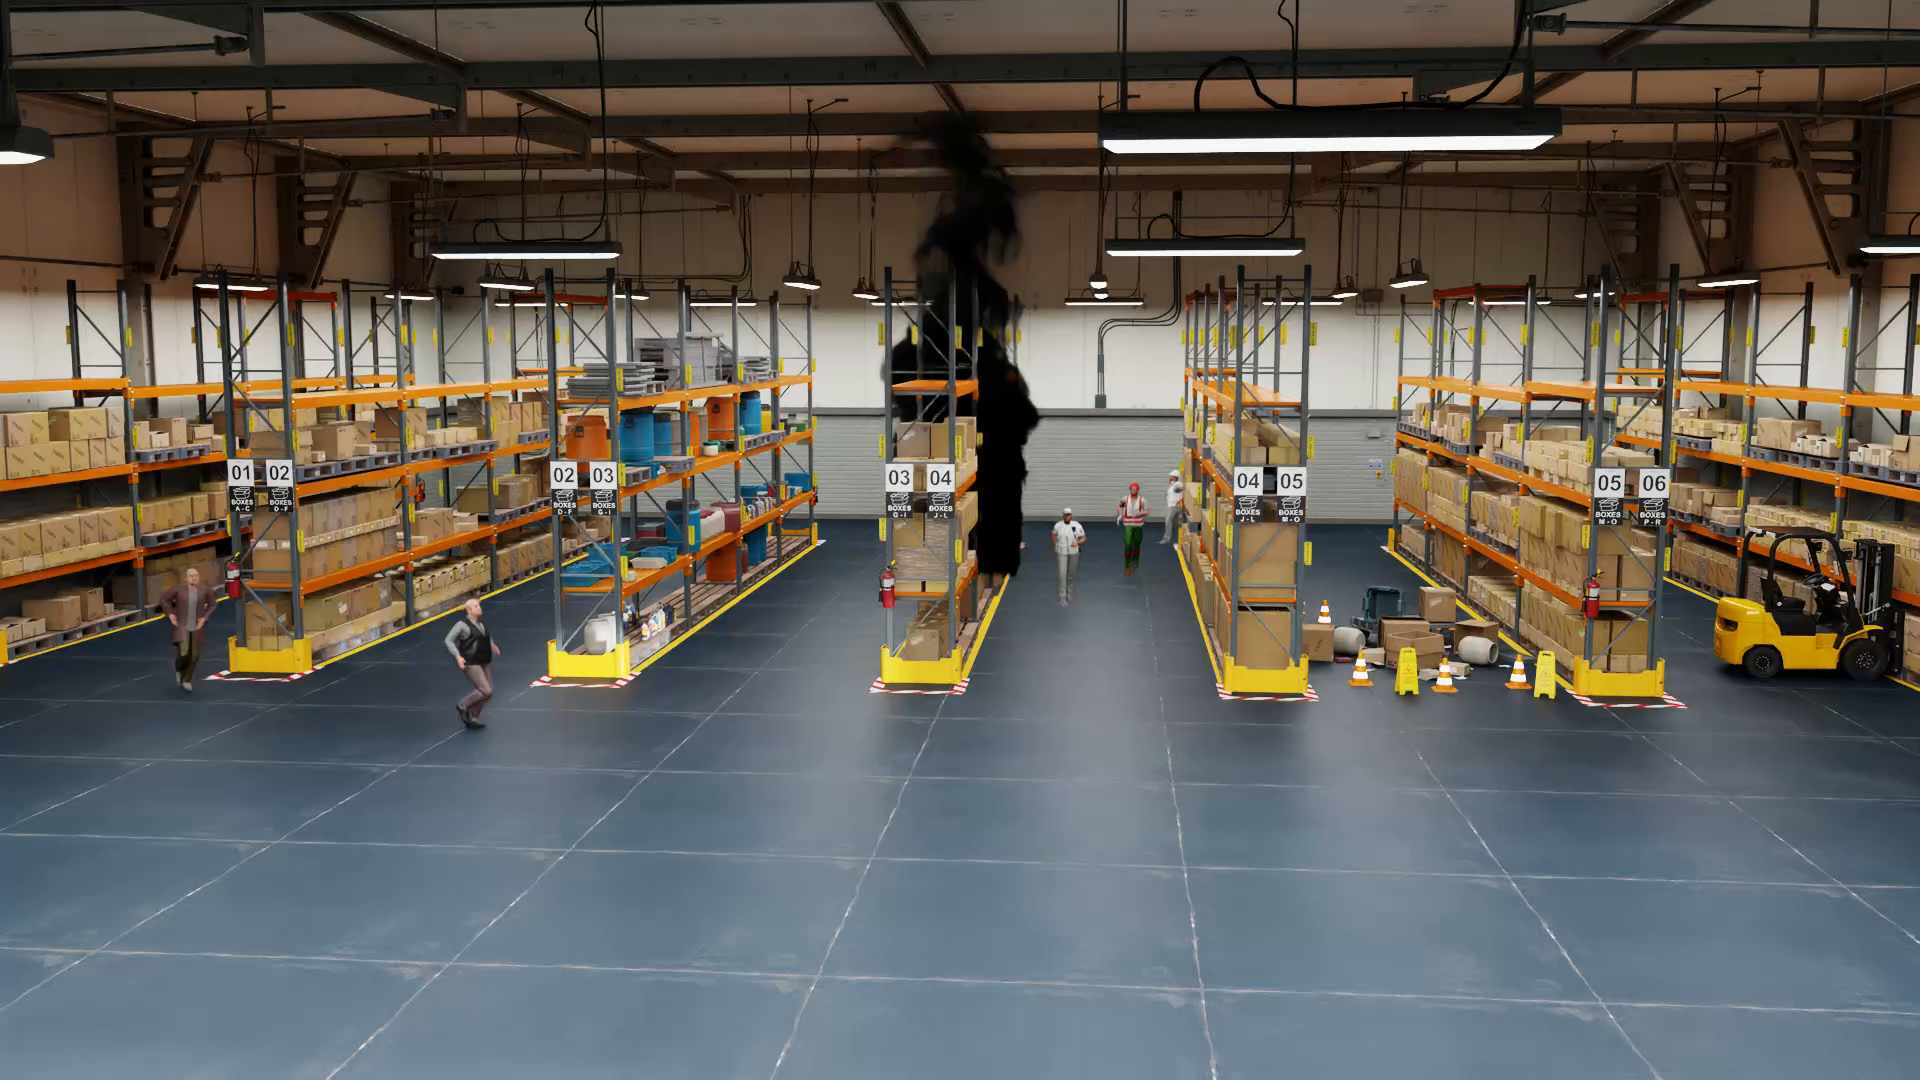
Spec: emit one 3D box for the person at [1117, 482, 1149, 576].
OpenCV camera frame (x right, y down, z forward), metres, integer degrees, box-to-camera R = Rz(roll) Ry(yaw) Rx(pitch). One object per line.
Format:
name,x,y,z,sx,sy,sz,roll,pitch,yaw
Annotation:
person,3.515,-0.230,33.798,0.647,1.887,0.751,0,7,4

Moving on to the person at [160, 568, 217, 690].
person,-10.996,1.270,23.788,0.728,1.743,0.568,-5,8,-34

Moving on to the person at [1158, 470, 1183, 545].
person,5.267,-0.805,40.545,0.921,1.797,0.714,-1,7,-9

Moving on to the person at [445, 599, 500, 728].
person,-6.151,1.593,21.251,0.575,1.678,0.649,3,8,23

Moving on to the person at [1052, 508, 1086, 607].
person,1.943,0.284,29.742,0.597,1.738,0.729,0,7,1
